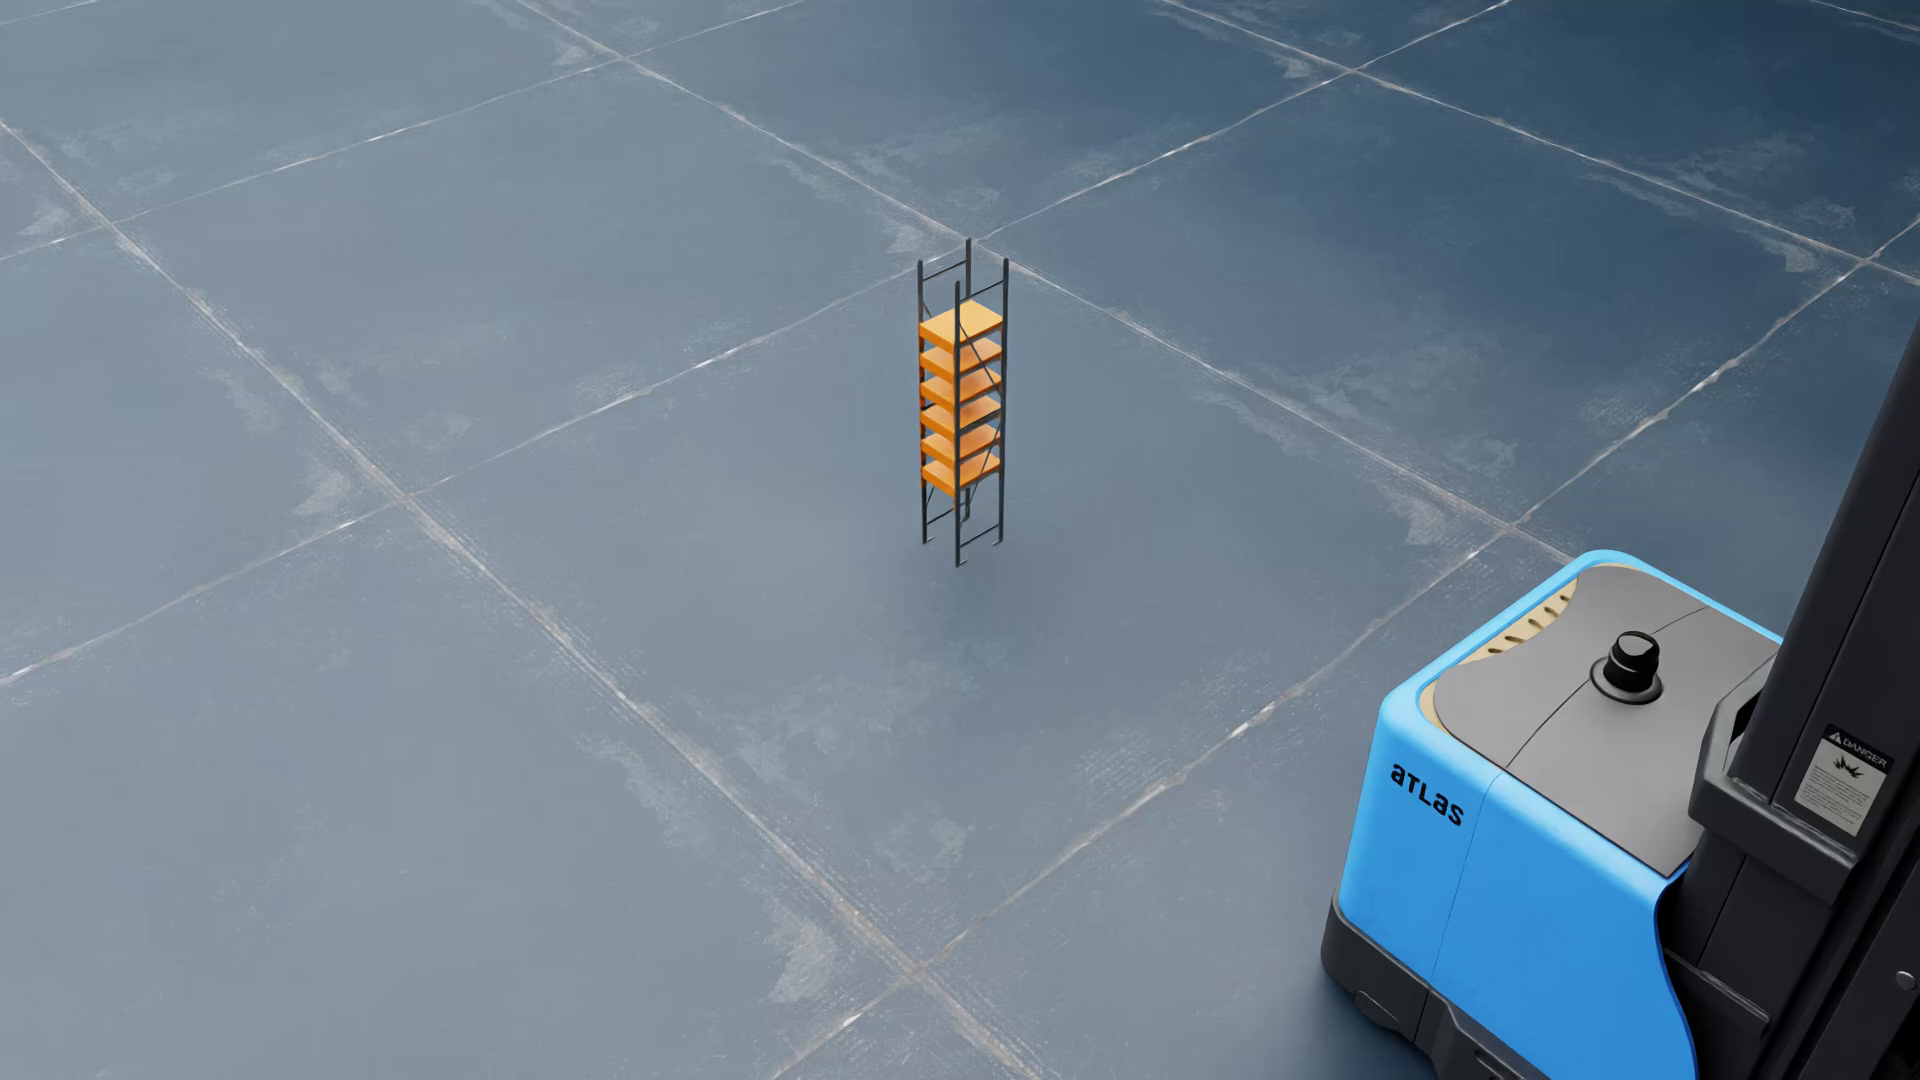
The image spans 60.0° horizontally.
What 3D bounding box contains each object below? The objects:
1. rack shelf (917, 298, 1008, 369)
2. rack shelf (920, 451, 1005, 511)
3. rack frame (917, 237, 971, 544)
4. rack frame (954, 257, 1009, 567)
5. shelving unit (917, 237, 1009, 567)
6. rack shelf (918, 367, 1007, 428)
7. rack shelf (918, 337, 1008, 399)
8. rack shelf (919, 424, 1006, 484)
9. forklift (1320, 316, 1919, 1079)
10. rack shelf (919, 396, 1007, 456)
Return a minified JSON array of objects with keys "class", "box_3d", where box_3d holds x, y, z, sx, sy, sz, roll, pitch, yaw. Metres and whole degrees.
[{"class":"rack shelf","box_3d":[0.010,-0.706,5.666,0.258,0.103,0.180,-30,48,-32]},{"class":"rack shelf","box_3d":[0.010,-0.239,6.043,0.258,0.103,0.180,-30,48,-32]},{"class":"rack frame","box_3d":[-0.052,-0.502,5.917,0.240,1.200,0.006,-30,48,-32]},{"class":"rack frame","box_3d":[0.072,-0.418,5.812,0.240,1.200,0.006,-30,48,-32]},{"class":"shelving unit","box_3d":[0.010,-0.460,5.865,0.258,1.200,0.189,-30,48,-32]},{"class":"rack shelf","box_3d":[0.010,-0.519,5.817,0.258,0.103,0.180,-30,48,-32]},{"class":"rack shelf","box_3d":[0.010,-0.612,5.742,0.258,0.103,0.180,-30,48,-32]},{"class":"rack shelf","box_3d":[0.010,-0.332,5.968,0.258,0.103,0.180,-30,48,-32]},{"class":"forklift","box_3d":[2.352,0.598,3.177,1.130,2.935,3.031,-28,47,-30]},{"class":"rack shelf","box_3d":[0.010,-0.426,5.893,0.258,0.103,0.180,-30,48,-32]}]
